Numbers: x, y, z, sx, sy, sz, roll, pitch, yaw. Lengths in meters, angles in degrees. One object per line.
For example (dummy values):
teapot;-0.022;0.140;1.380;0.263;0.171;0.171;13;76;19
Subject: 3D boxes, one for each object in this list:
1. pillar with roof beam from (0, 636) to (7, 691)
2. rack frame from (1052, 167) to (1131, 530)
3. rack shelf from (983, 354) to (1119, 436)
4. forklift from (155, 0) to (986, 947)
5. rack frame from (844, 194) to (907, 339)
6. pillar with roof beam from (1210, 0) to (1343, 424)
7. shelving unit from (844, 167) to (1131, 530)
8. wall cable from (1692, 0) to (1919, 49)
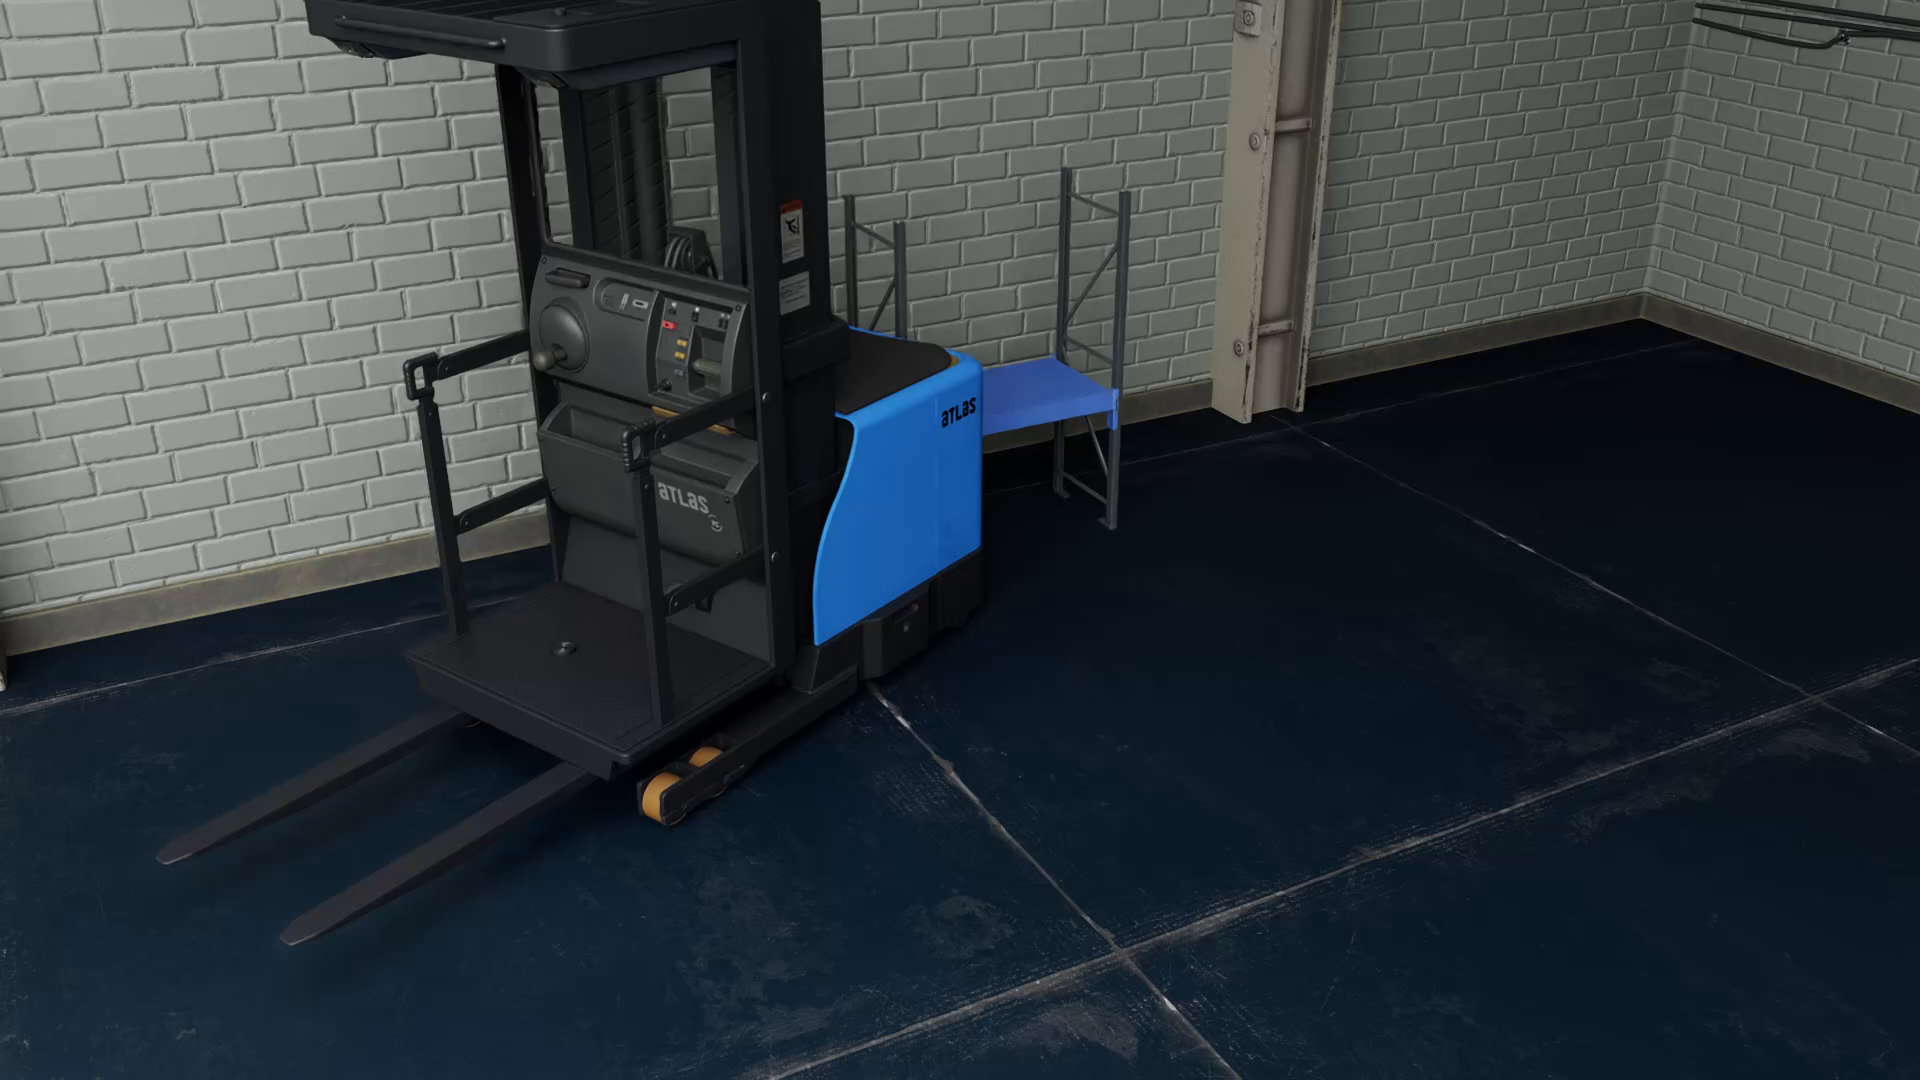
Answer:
pillar with roof beam;-1.722;-1.882;0.774;0.400;9.000;9.100;-13;29;-25
rack frame;0.562;-0.820;7.225;0.032;1.500;0.500;-13;29;-25
rack shelf;0.113;-0.554;7.087;1.000;0.185;0.538;-13;29;-25
forklift;-1.173;-0.645;5.206;1.130;2.935;3.031;18;31;32
rack frame;-0.335;-0.613;6.793;0.032;1.500;0.500;-13;29;-25
pillar with roof beam;3.572;-3.105;3.319;0.400;9.000;9.100;-13;29;-25
shelving unit;0.113;-0.716;7.009;1.048;1.500;0.538;-13;29;-25
wall cable;4.768;-3.444;7.613;0.112;2.526;3.097;-13;29;-25
